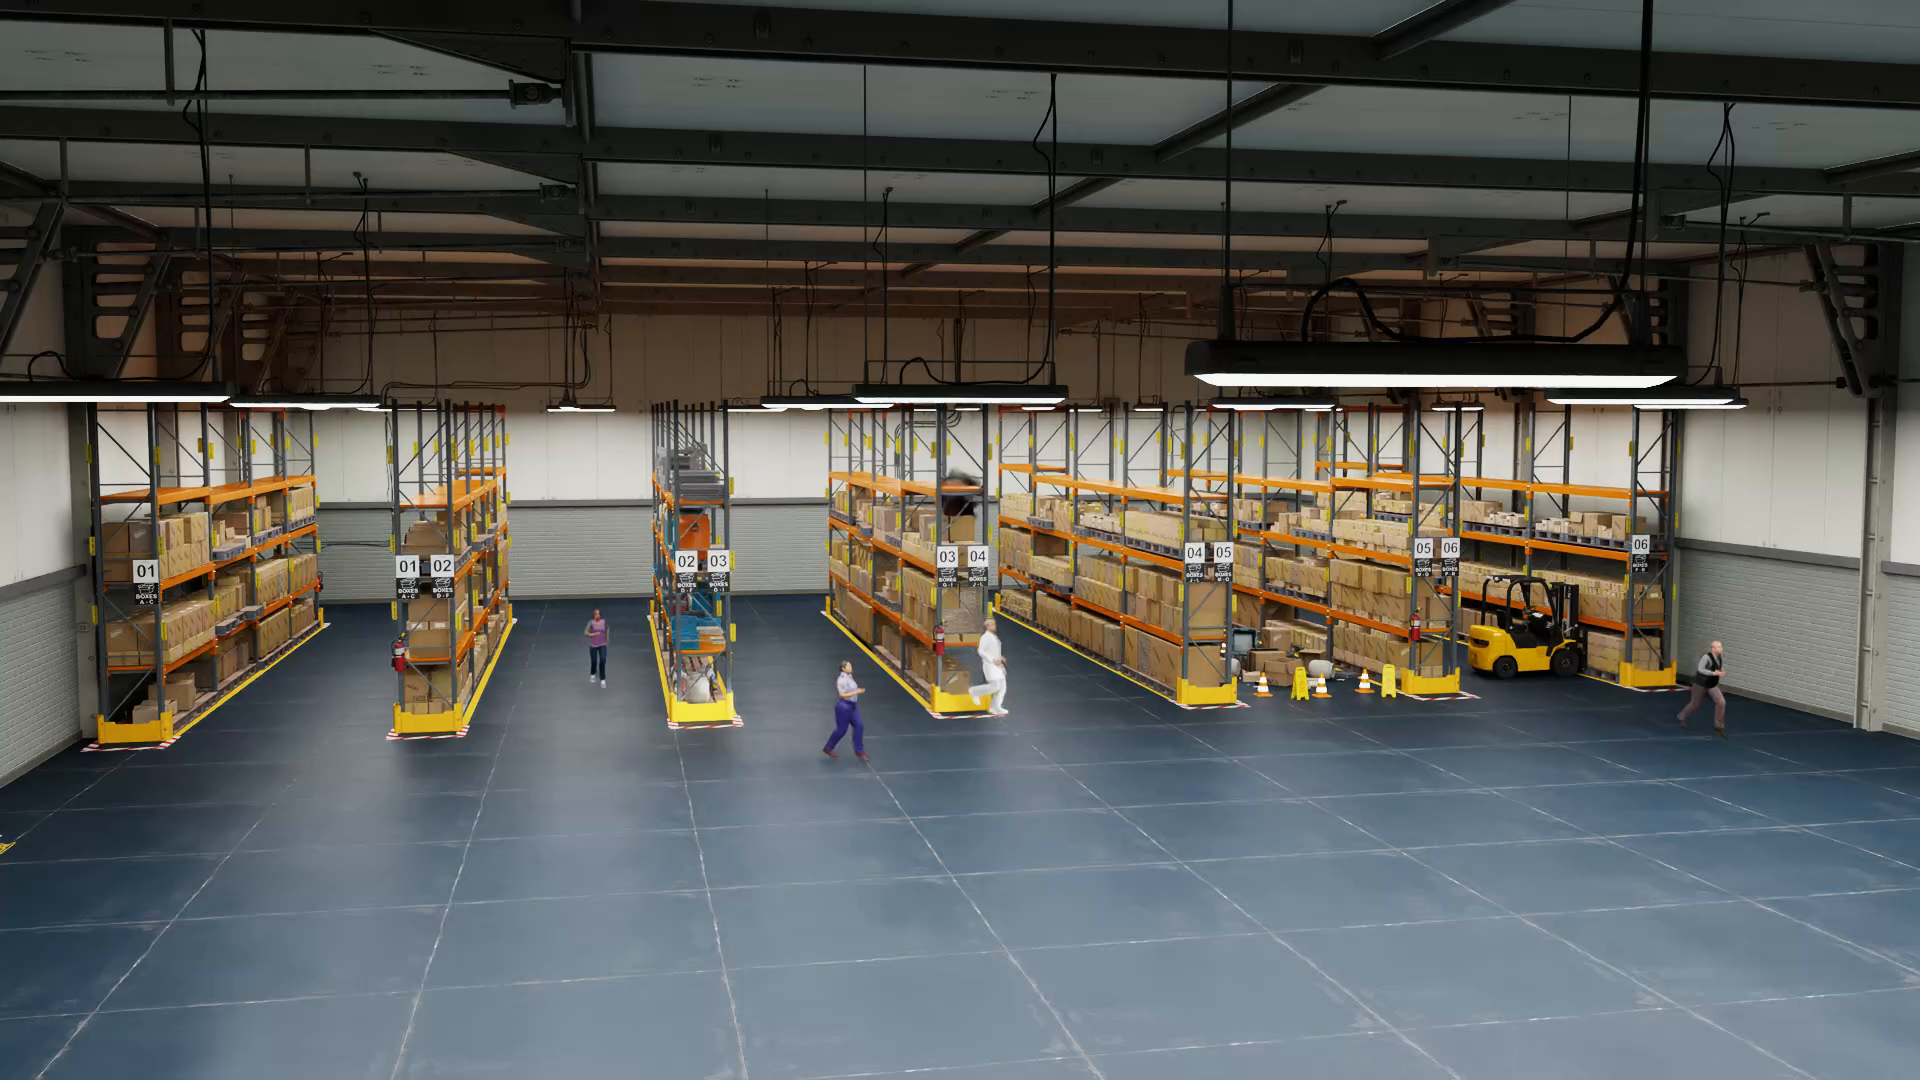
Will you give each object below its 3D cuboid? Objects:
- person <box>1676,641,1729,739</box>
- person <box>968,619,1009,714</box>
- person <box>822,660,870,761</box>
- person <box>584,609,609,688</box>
[{"bbox_3d":[13.284,2.644,29.728,0.657,1.735,1.013,-2,5,-27],"label":"person"},{"bbox_3d":[0.543,2.319,30.608,0.749,1.741,0.712,2,5,20],"label":"person"},{"bbox_3d":[-1.885,2.825,27.464,0.779,1.674,0.592,1,4,15],"label":"person"},{"bbox_3d":[-7.663,2.269,35.116,0.565,1.617,0.778,-2,5,-24],"label":"person"}]
